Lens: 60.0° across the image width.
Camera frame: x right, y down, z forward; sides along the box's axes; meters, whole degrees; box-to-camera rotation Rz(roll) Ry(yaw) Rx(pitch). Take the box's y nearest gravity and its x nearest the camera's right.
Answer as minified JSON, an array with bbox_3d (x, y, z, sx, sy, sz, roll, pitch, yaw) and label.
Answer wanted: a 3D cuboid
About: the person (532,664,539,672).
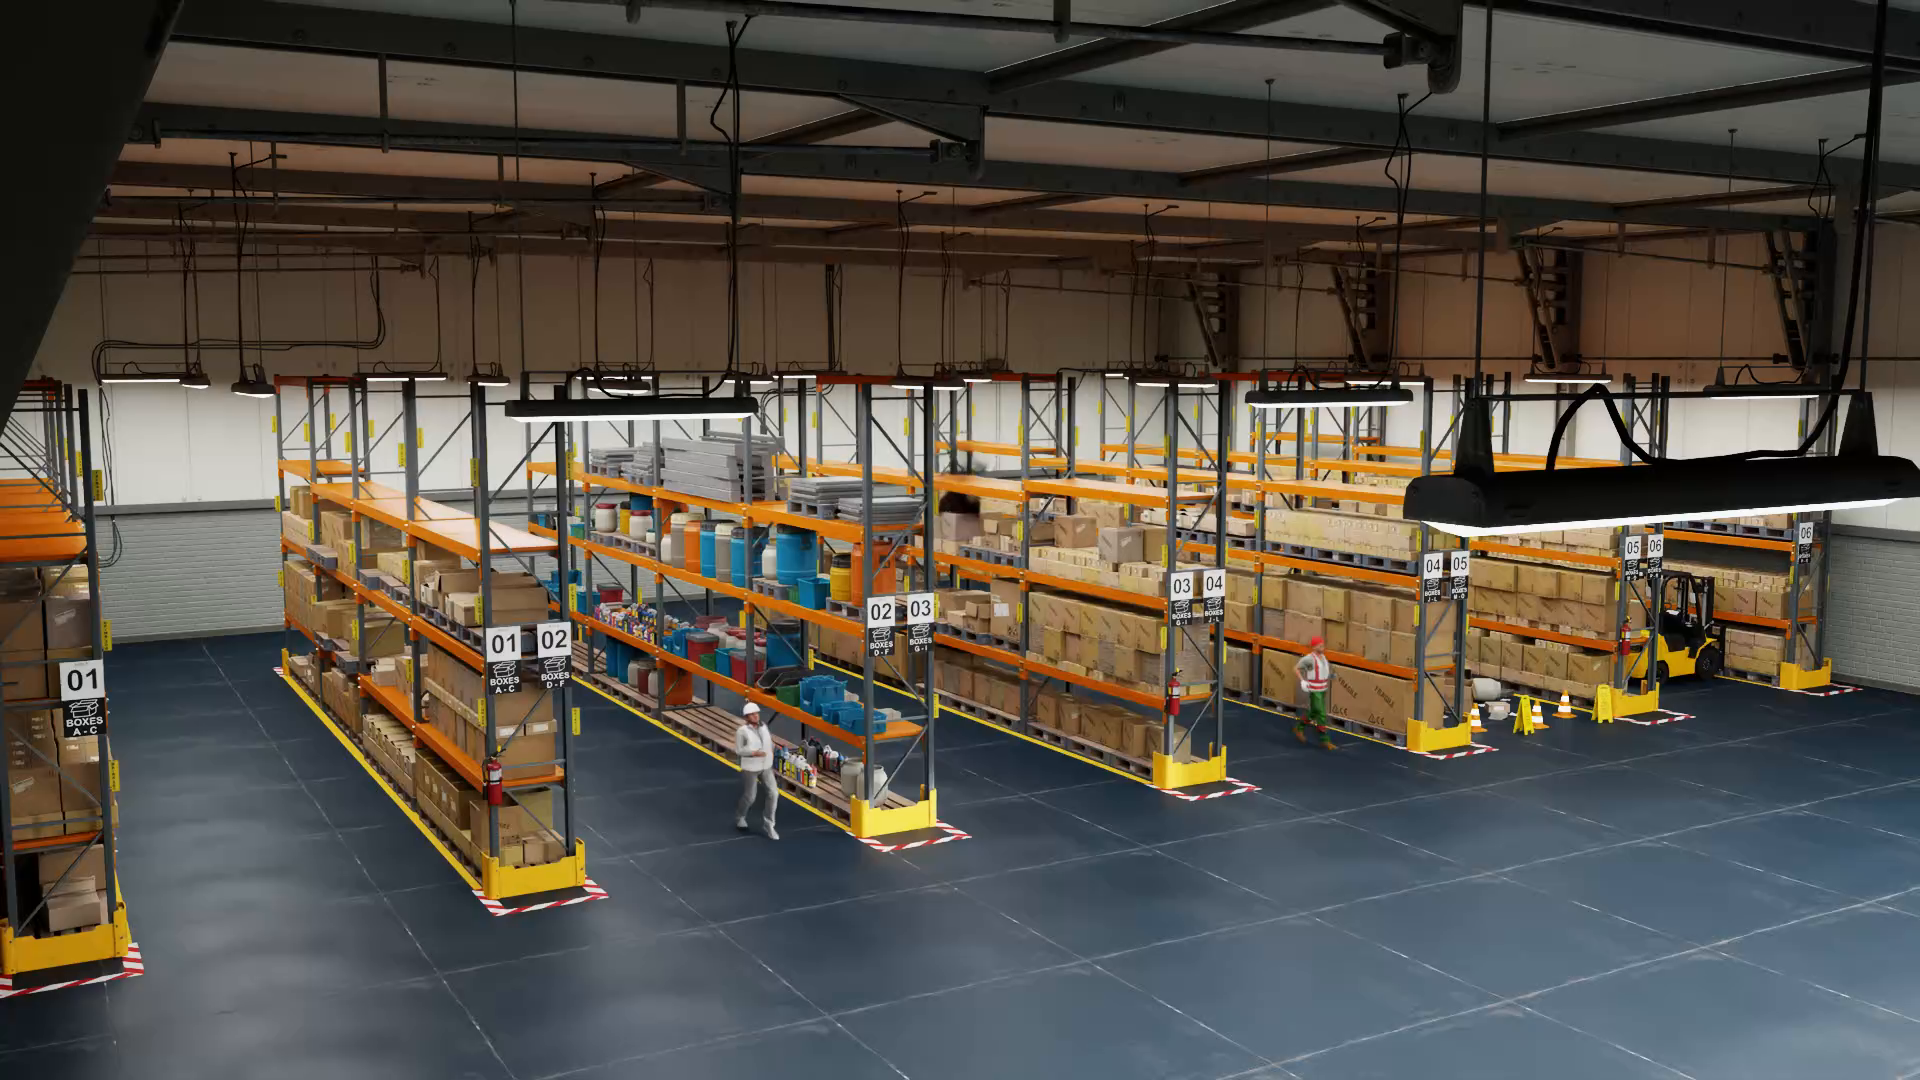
[{"bbox_3d":[-7.230,2.056,28.644,0.579,0.508,0.361,-6,9,-43],"label":"person"}]

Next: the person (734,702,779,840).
[{"bbox_3d":[-2.708,3.055,22.119,0.660,1.810,0.797,-5,8,-36],"label":"person"}]

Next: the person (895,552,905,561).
[{"bbox_3d":[-1.548,1.057,40.399,0.738,1.740,0.654,2,7,17],"label":"person"}]

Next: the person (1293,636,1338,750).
[{"bbox_3d":[5.793,2.455,27.047,0.923,1.792,0.658,6,9,44],"label":"person"}]
